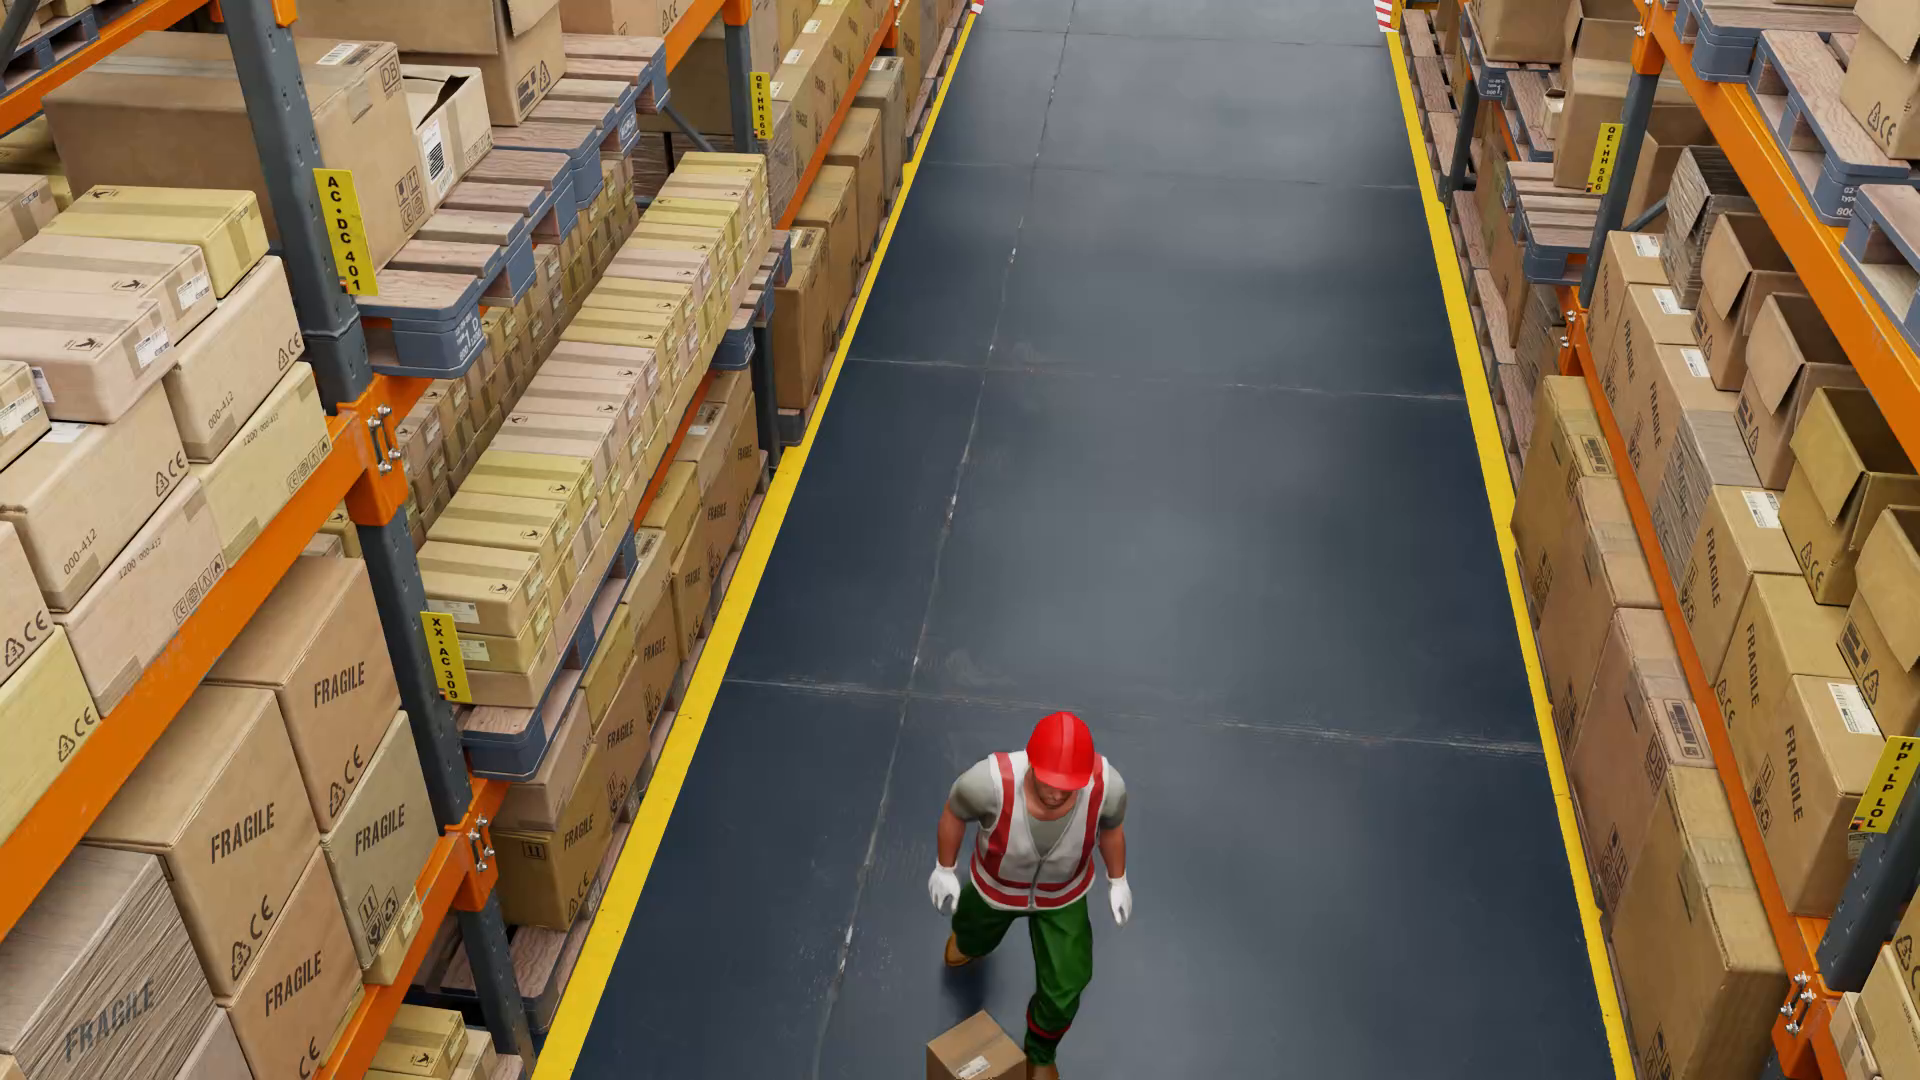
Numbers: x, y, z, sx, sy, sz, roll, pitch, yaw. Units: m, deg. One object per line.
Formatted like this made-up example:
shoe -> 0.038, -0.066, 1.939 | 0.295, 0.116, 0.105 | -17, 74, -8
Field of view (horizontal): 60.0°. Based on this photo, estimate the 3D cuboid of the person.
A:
person -> 0.236, 1.073, 5.582 | 0.682, 1.718, 0.862 | 0, 36, 1
